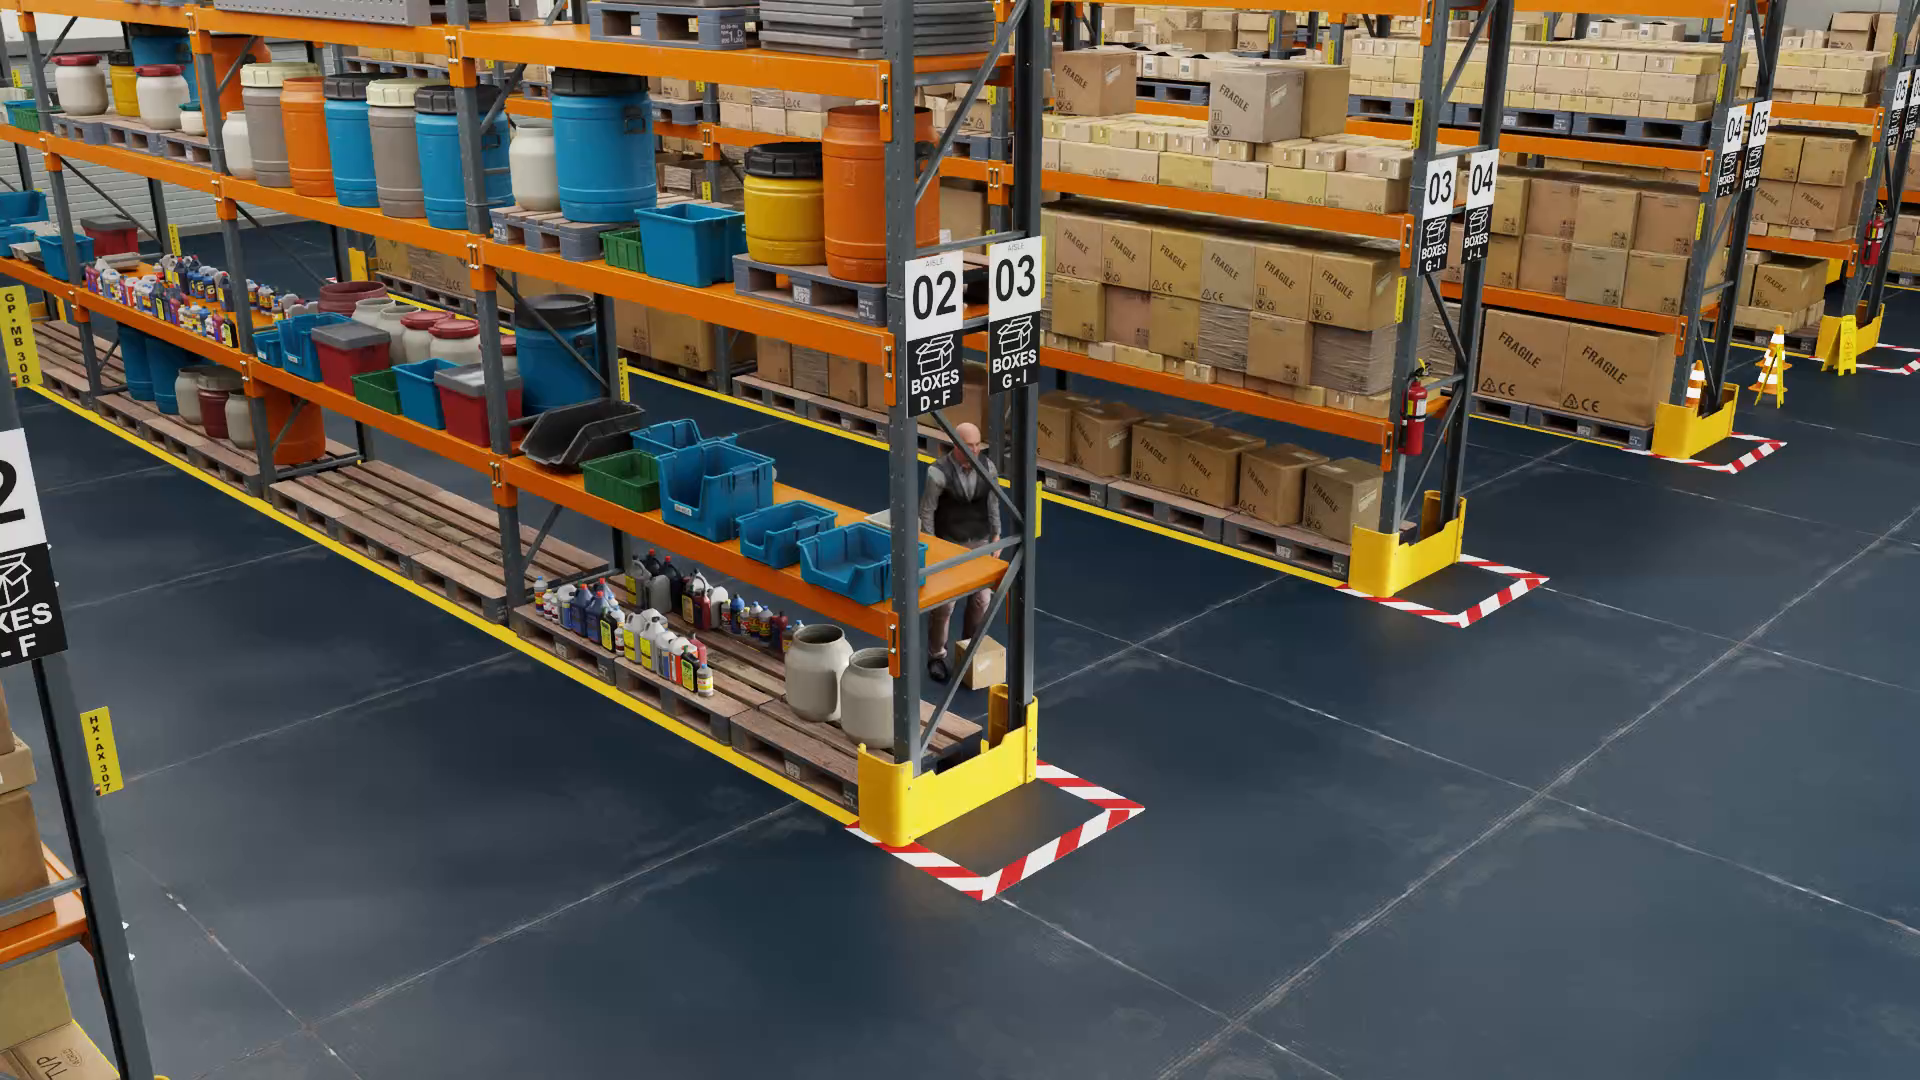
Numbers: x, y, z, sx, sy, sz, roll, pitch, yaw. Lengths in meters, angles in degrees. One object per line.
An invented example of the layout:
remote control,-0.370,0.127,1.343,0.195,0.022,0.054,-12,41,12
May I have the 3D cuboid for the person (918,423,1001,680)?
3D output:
person,0.007,0.045,10.992,0.580,1.720,0.460,-10,23,-25
